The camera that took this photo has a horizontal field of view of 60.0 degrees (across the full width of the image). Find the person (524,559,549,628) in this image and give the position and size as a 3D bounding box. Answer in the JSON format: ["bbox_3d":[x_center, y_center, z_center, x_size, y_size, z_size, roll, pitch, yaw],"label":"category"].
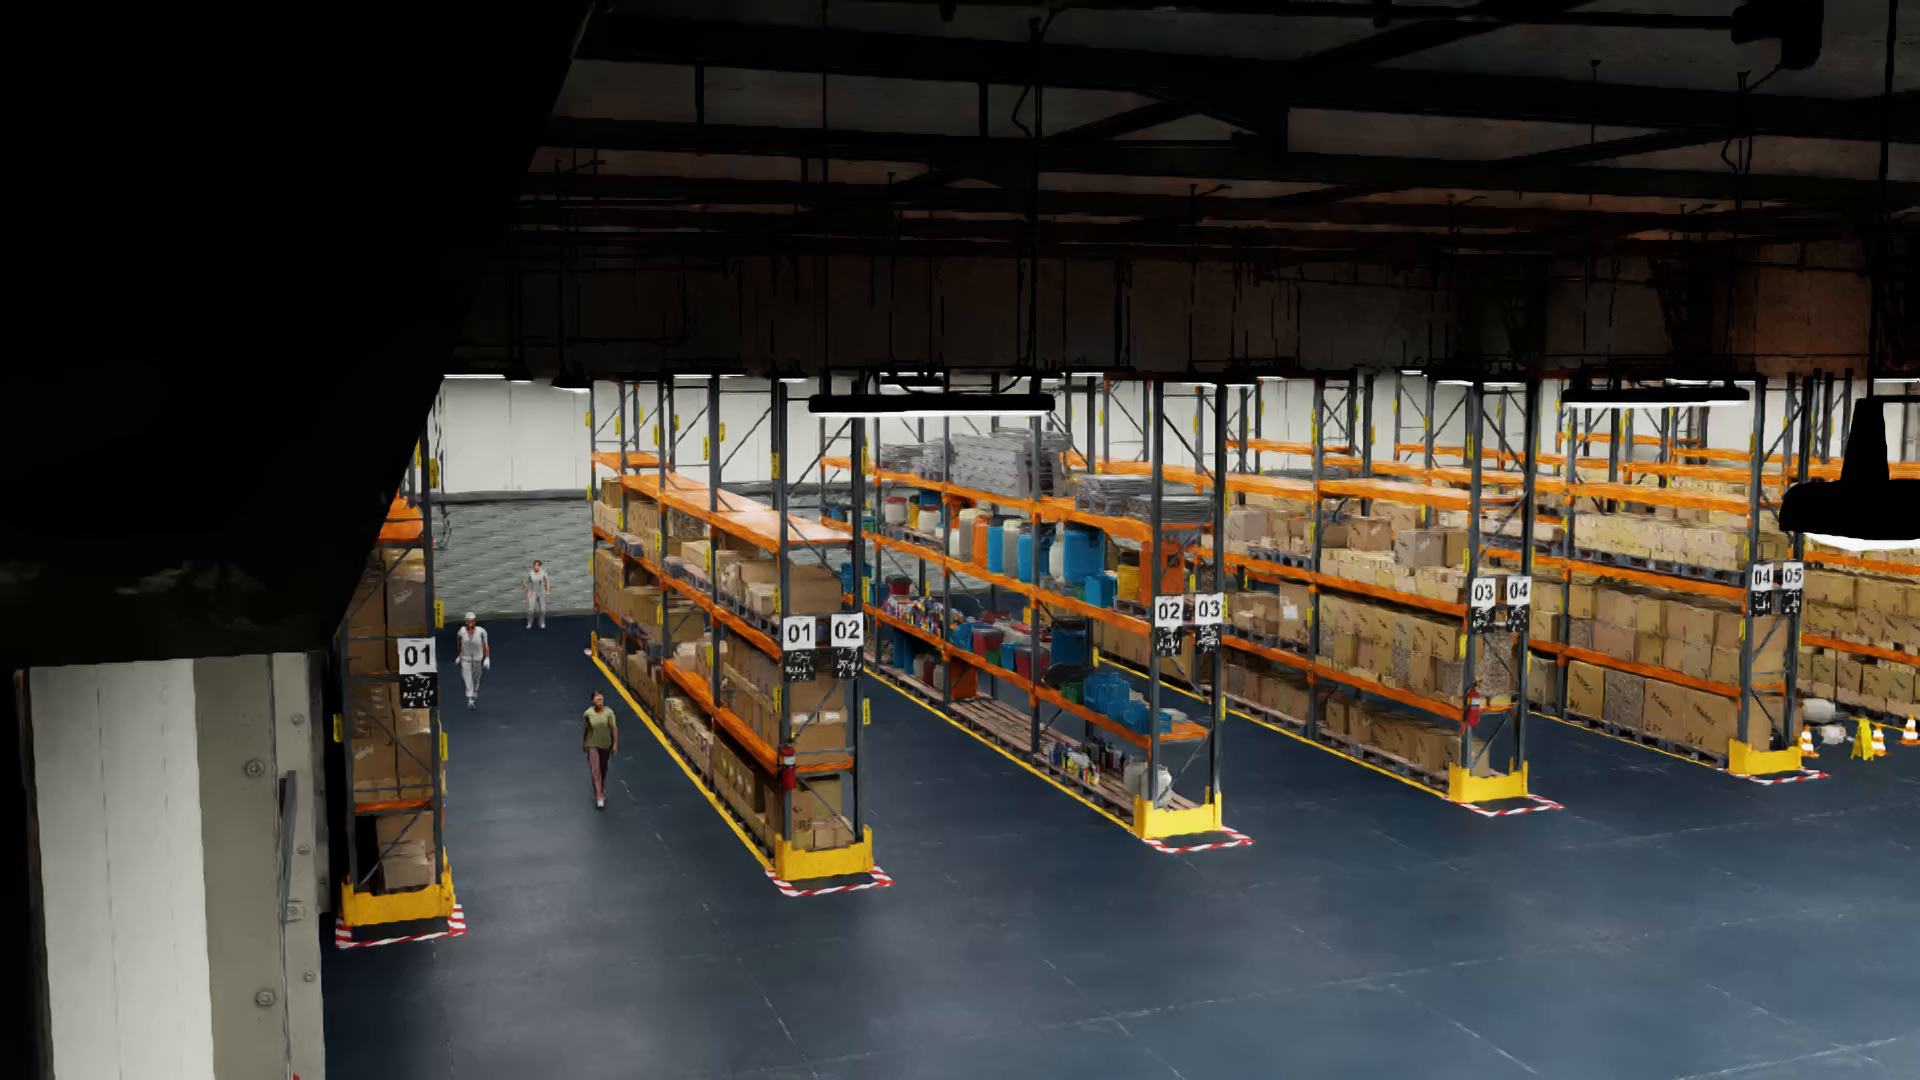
[{"bbox_3d":[-9.798,1.241,38.492,0.580,1.618,0.507,-3,7,-22],"label":"person"}]

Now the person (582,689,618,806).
[{"bbox_3d":[-5.082,2.903,23.535,0.458,1.612,1.019,-2,7,-21],"label":"person"}]

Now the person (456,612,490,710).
[{"bbox_3d":[-8.739,2.141,29.837,0.564,1.736,1.044,-3,7,-21],"label":"person"}]
